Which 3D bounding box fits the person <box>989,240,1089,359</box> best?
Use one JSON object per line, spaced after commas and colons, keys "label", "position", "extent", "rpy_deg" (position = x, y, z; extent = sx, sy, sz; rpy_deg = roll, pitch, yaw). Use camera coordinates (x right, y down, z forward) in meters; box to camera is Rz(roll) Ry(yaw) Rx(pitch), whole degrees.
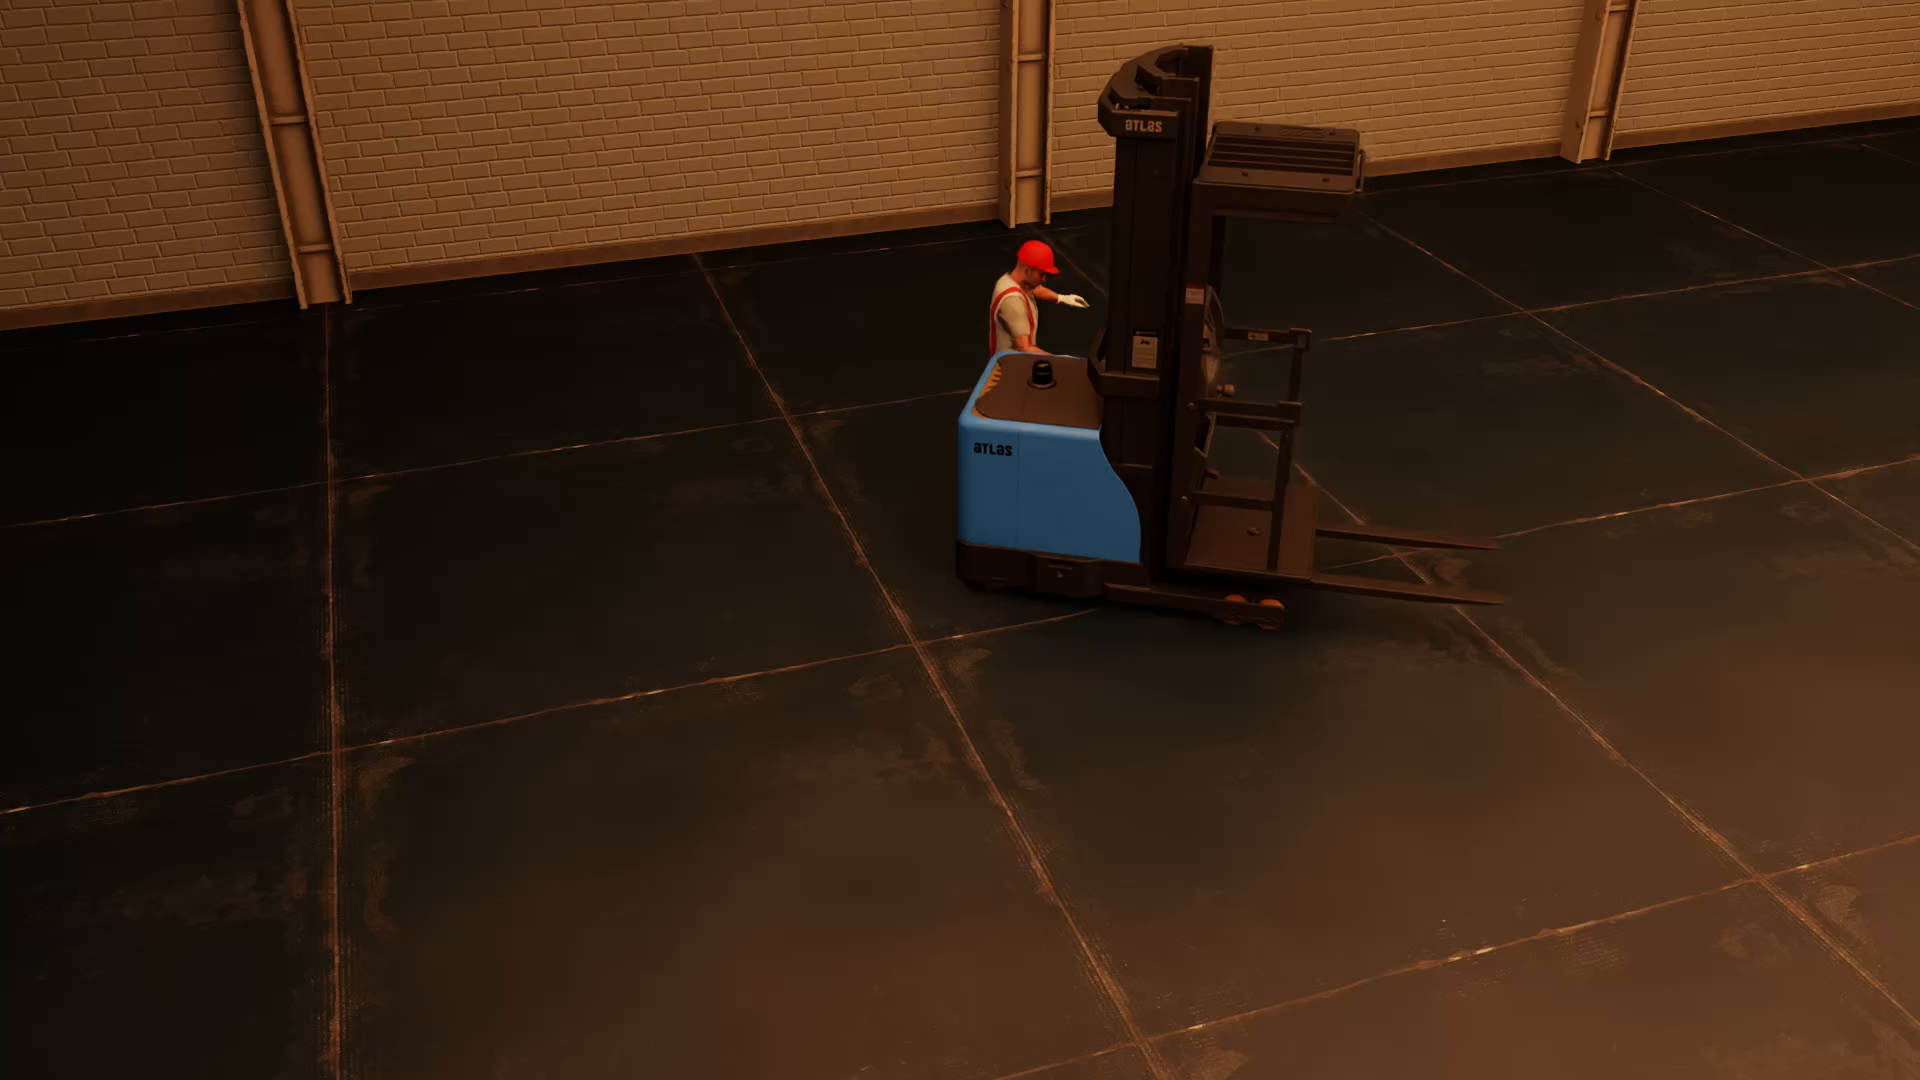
{"label": "person", "position": [0.507, -1.125, 10.421], "extent": [0.976, 1.591, 1.227], "rpy_deg": [0, 30, 1]}

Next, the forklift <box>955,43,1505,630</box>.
{"label": "forklift", "position": [1.547, -1.069, 8.945], "extent": [3.031, 2.935, 1.130], "rpy_deg": [7, 31, 11]}
